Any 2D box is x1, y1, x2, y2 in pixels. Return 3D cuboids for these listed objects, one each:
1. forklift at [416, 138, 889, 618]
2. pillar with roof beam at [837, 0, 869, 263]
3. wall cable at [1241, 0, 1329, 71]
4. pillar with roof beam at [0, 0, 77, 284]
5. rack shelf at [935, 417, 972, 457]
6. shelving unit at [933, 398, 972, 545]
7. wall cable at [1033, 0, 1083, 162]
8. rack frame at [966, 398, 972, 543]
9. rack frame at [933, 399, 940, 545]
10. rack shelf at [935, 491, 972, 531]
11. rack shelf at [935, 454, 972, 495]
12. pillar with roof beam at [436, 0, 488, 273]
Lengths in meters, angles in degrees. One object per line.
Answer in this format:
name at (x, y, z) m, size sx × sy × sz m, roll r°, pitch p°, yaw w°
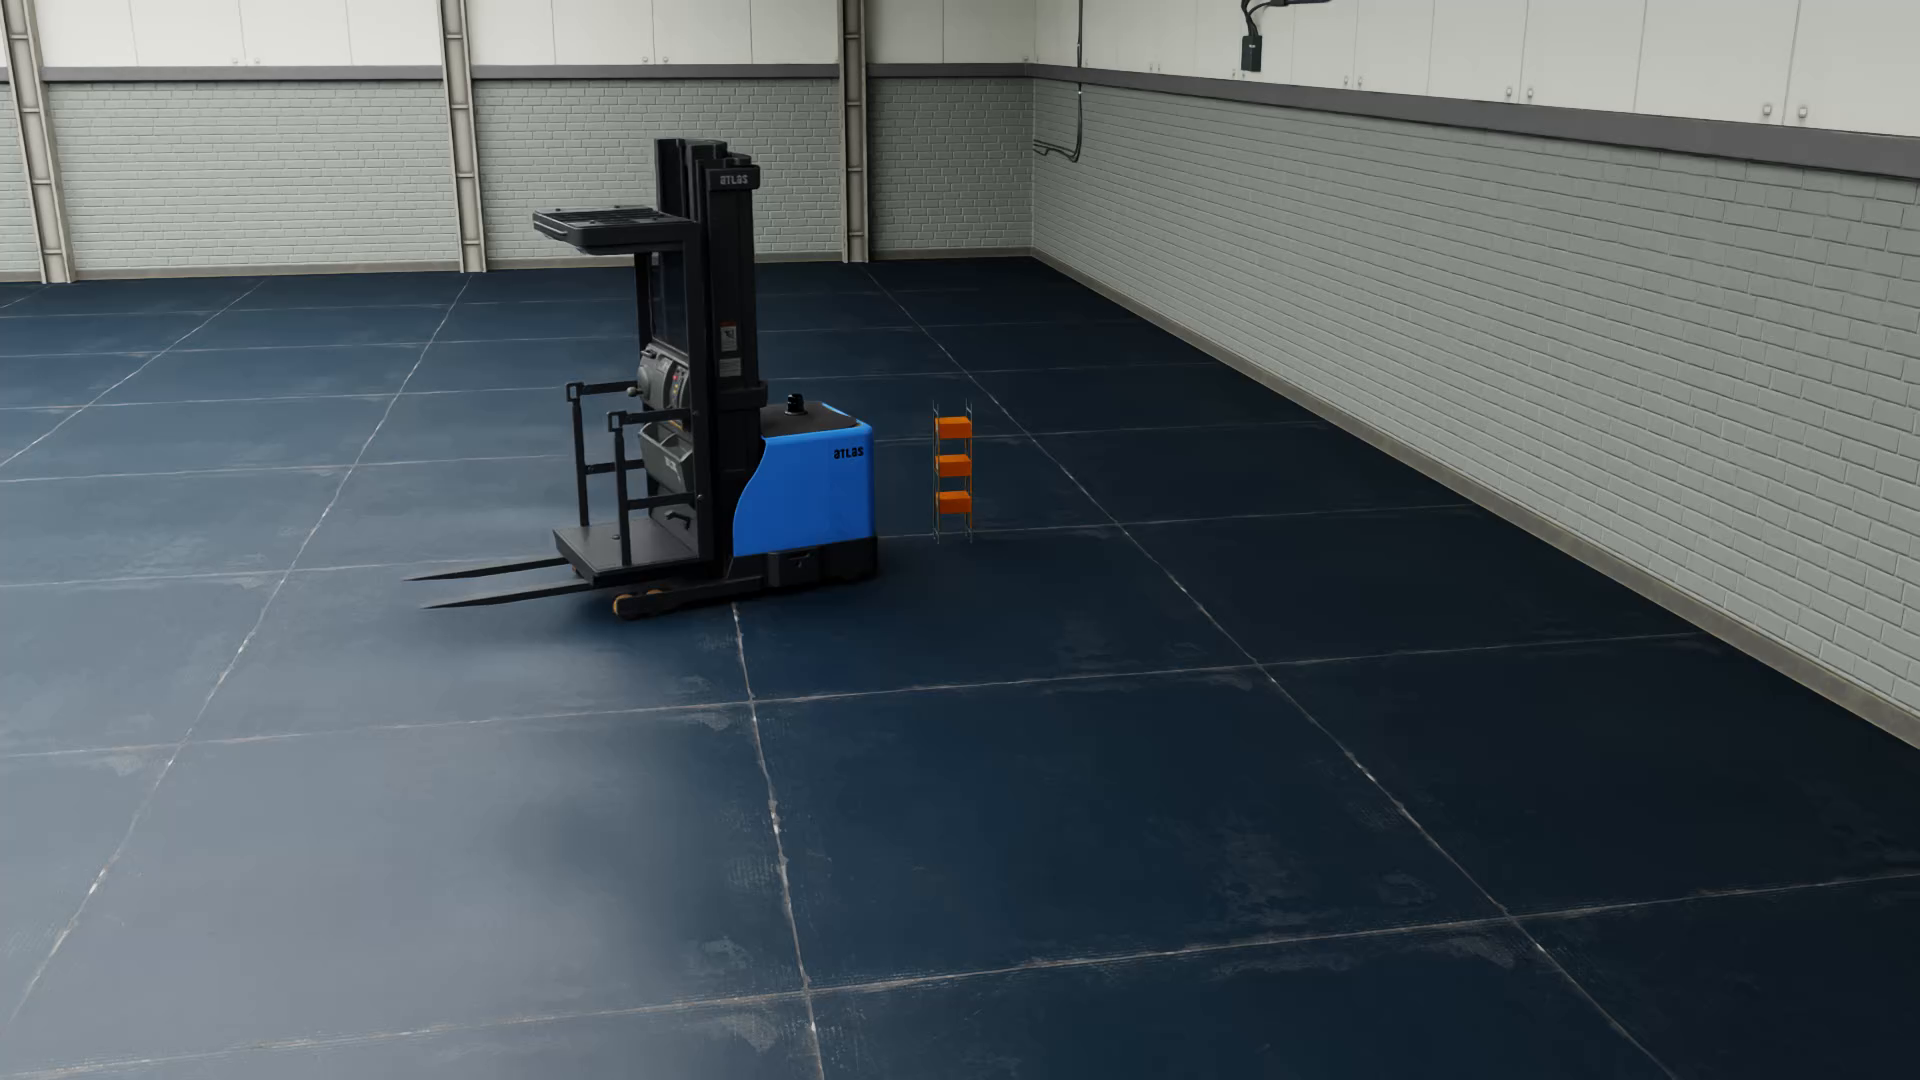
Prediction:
forklift at (-2.040, -1.075, 10.821) m, size 3.031 × 2.935 × 1.130 m, roll -9°, pitch 19°, yaw -26°
pillar with roof beam at (-0.886, -7.599, 21.725) m, size 0.400 × 9.000 × 9.100 m, roll -3°, pitch 17°, yaw -10°
wall cable at (3.226, -7.511, 15.646) m, size 0.169 × 6.003 × 2.305 m, roll -3°, pitch 17°, yaw -10°
pillar with roof beam at (-12.668, -6.930, 19.549) m, size 0.400 × 9.000 × 9.100 m, roll -3°, pitch 17°, yaw -10°
rack shelf at (-0.053, -0.760, 12.068) m, size 0.240 × 0.259 × 0.215 m, roll -3°, pitch 17°, yaw -10°
shelving unit at (-0.053, -0.499, 12.148) m, size 0.252 × 1.050 × 0.215 m, roll -3°, pitch 17°, yaw -10°
wall cable at (1.440, -7.138, 25.515) m, size 0.112 × 2.526 × 3.097 m, roll -3°, pitch 17°, yaw -10°
rack frame at (0.067, -0.506, 12.170) m, size 0.008 × 1.050 × 0.200 m, roll -3°, pitch 17°, yaw -10°
rack frame at (-0.172, -0.492, 12.126) m, size 0.008 × 1.050 × 0.200 m, roll -3°, pitch 17°, yaw -10°
rack shelf at (-0.053, -0.223, 12.233) m, size 0.240 × 0.259 × 0.215 m, roll -3°, pitch 17°, yaw -10°
rack shelf at (-0.053, -0.489, 12.151) m, size 0.240 × 0.259 × 0.215 m, roll -3°, pitch 17°, yaw -10°
pillar with roof beam at (-6.777, -7.265, 20.637) m, size 0.400 × 9.000 × 9.100 m, roll -3°, pitch 17°, yaw -10°
